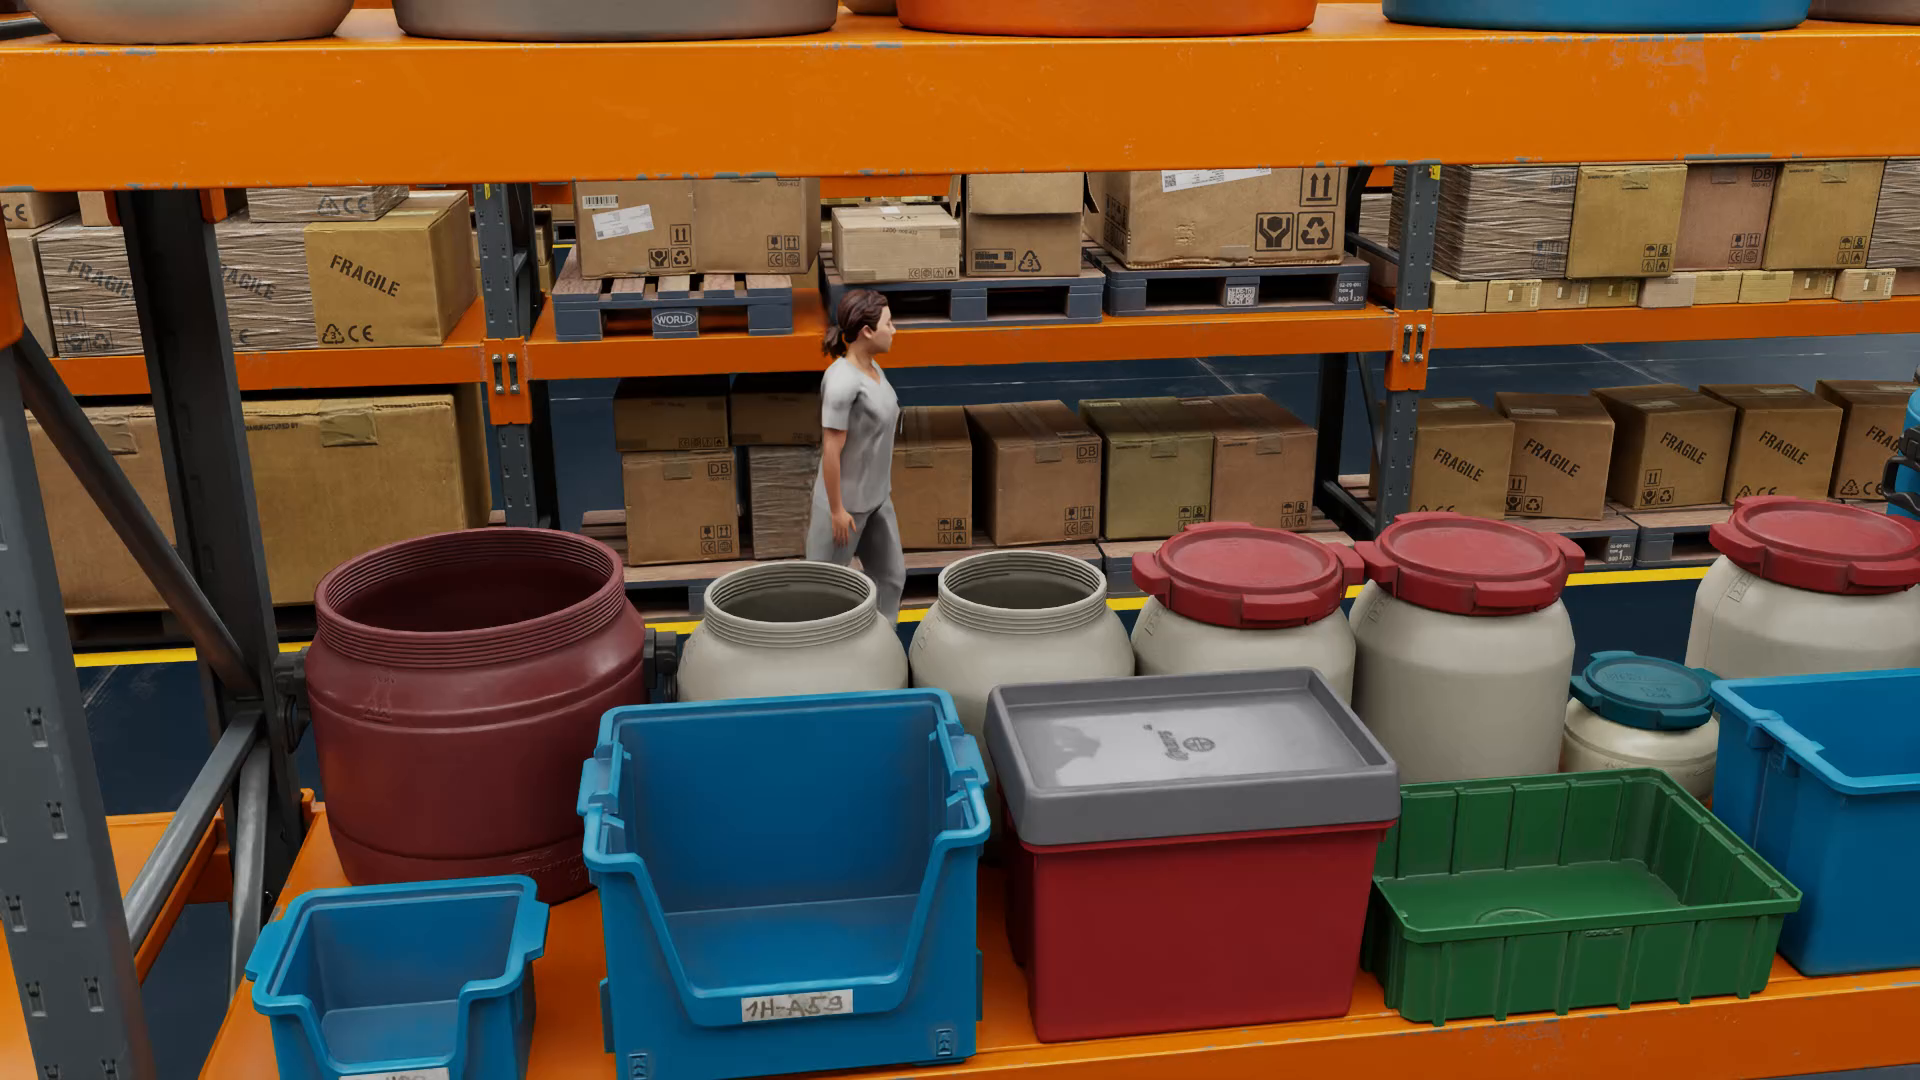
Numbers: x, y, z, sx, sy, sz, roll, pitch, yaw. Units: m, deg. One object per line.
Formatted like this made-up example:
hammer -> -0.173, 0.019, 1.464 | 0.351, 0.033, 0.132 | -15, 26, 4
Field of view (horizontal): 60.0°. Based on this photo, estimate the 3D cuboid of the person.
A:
person -> -0.459, -0.157, 6.517 | 0.568, 1.661, 0.485 | 7, 21, 19
